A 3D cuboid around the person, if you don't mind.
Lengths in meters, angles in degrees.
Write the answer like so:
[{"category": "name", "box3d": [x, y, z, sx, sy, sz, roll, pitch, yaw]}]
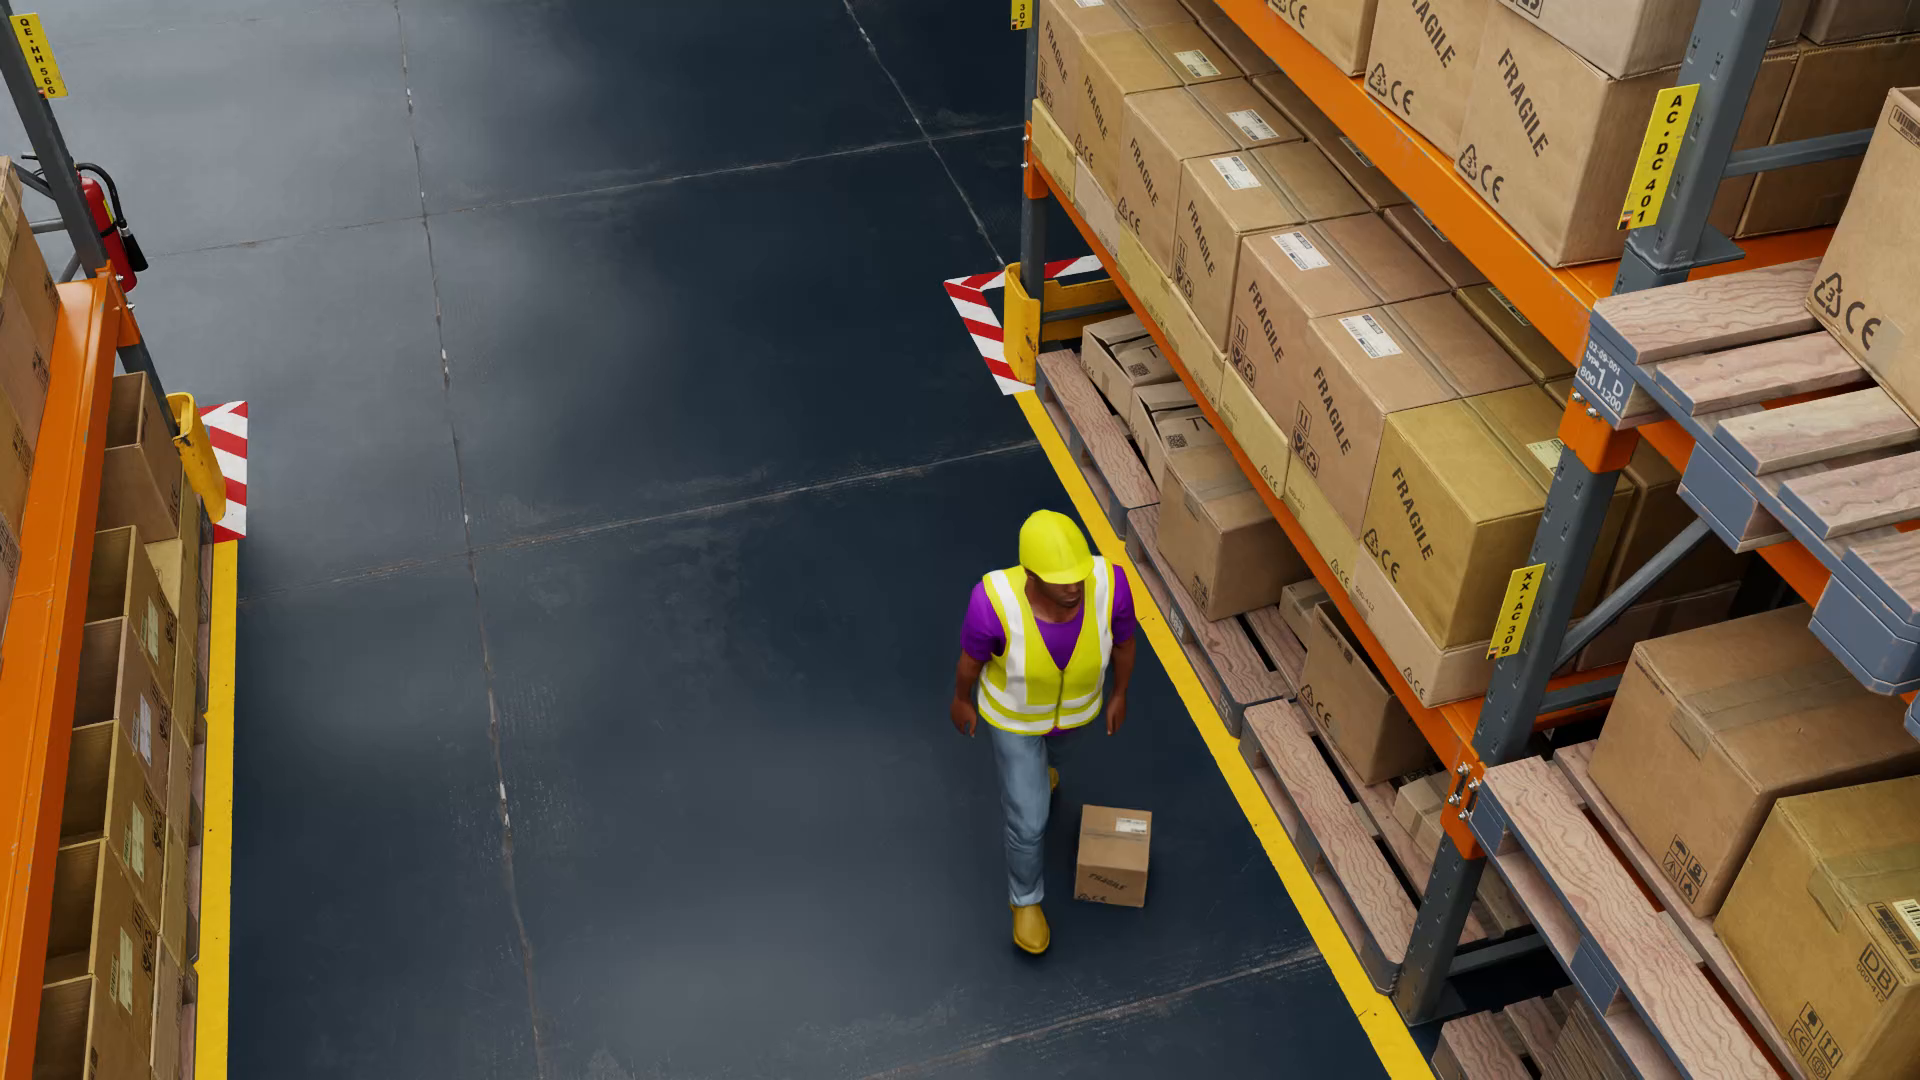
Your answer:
[{"category": "person", "box3d": [0.277, 0.514, 5.587, 0.592, 1.728, 0.928, -13, 44, -14]}]
